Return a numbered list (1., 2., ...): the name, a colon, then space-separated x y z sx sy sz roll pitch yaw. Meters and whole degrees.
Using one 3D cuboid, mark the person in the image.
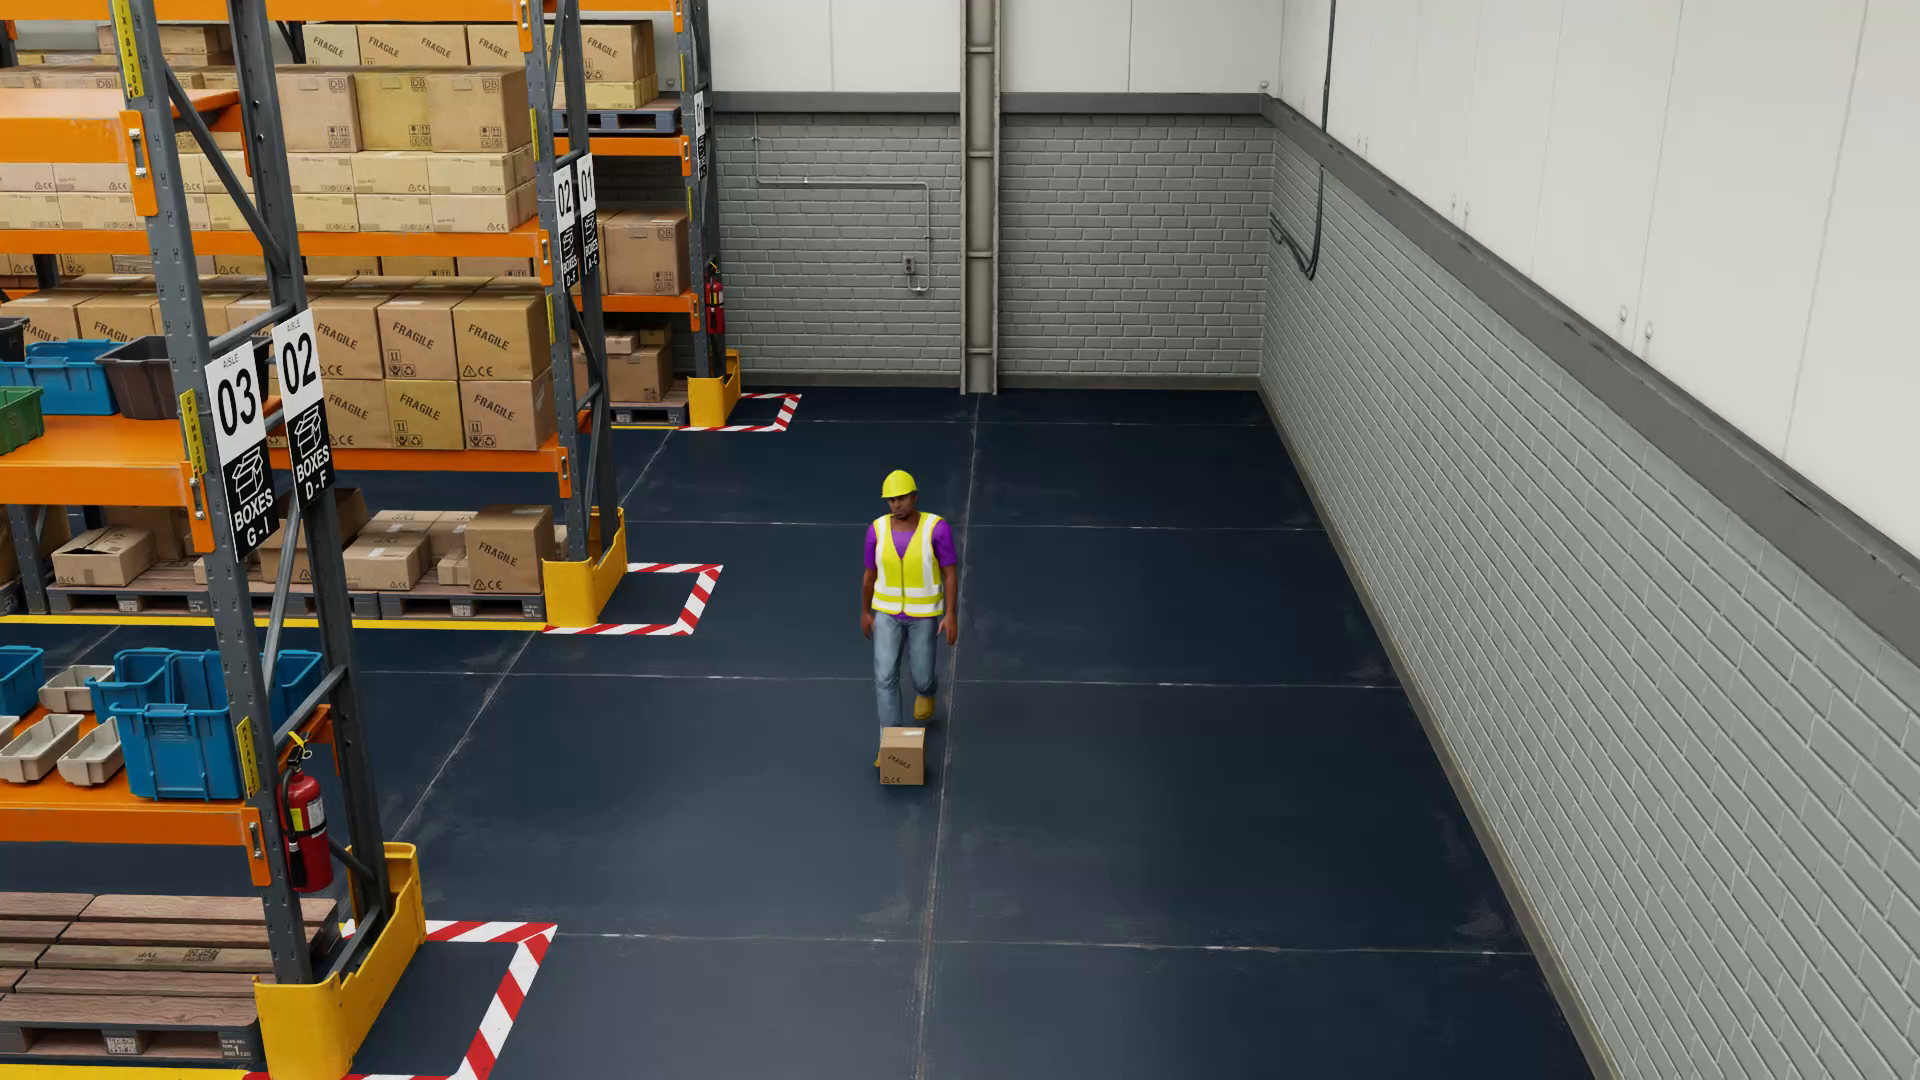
1. person: -0.332 0.462 9.918 0.636 1.695 0.882 3 21 9
